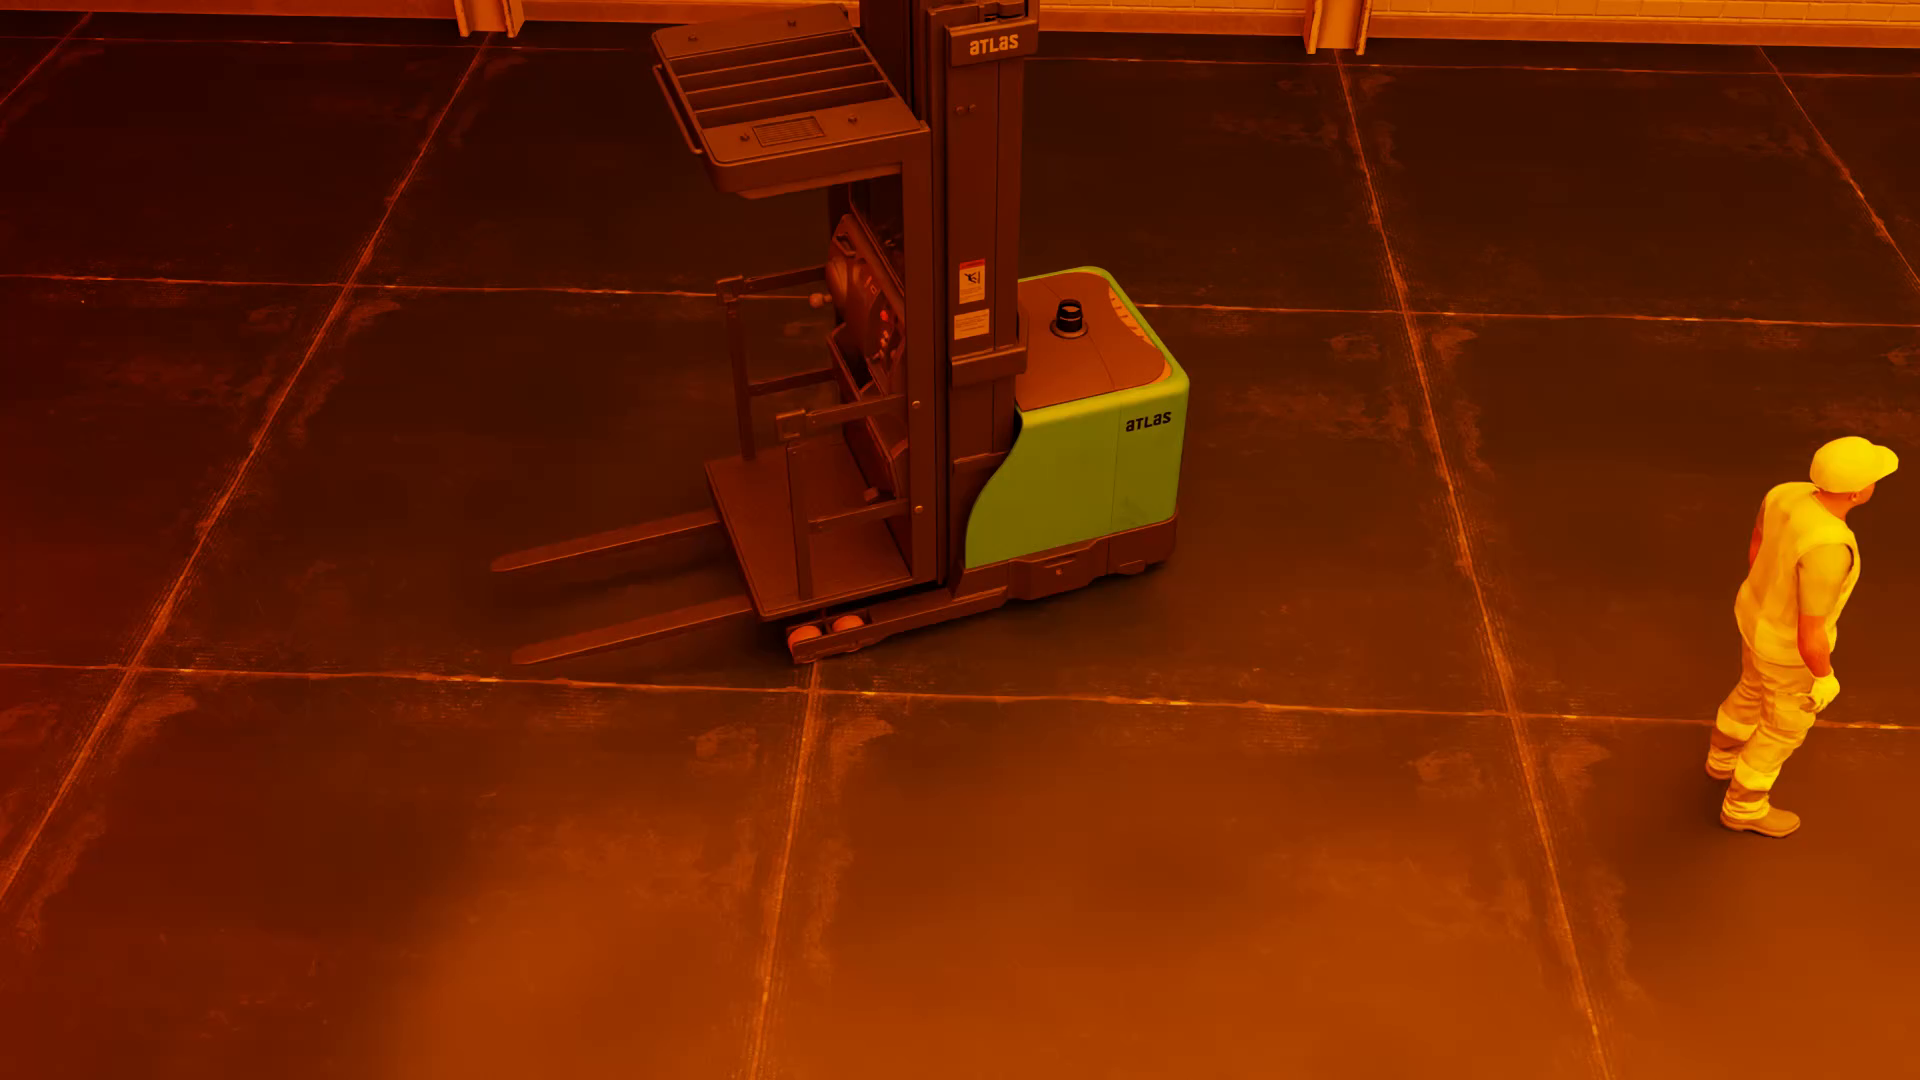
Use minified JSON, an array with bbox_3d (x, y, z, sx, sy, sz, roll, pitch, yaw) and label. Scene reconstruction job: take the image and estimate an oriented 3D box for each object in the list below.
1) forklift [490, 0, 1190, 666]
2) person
[{"bbox_3d":[-0.573,-0.945,6.778,3.031,2.935,1.130,-13,44,-14],"label":"forklift"},{"bbox_3d":[3.125,0.359,6.204,0.478,1.802,0.633,2,42,2],"label":"person"}]
